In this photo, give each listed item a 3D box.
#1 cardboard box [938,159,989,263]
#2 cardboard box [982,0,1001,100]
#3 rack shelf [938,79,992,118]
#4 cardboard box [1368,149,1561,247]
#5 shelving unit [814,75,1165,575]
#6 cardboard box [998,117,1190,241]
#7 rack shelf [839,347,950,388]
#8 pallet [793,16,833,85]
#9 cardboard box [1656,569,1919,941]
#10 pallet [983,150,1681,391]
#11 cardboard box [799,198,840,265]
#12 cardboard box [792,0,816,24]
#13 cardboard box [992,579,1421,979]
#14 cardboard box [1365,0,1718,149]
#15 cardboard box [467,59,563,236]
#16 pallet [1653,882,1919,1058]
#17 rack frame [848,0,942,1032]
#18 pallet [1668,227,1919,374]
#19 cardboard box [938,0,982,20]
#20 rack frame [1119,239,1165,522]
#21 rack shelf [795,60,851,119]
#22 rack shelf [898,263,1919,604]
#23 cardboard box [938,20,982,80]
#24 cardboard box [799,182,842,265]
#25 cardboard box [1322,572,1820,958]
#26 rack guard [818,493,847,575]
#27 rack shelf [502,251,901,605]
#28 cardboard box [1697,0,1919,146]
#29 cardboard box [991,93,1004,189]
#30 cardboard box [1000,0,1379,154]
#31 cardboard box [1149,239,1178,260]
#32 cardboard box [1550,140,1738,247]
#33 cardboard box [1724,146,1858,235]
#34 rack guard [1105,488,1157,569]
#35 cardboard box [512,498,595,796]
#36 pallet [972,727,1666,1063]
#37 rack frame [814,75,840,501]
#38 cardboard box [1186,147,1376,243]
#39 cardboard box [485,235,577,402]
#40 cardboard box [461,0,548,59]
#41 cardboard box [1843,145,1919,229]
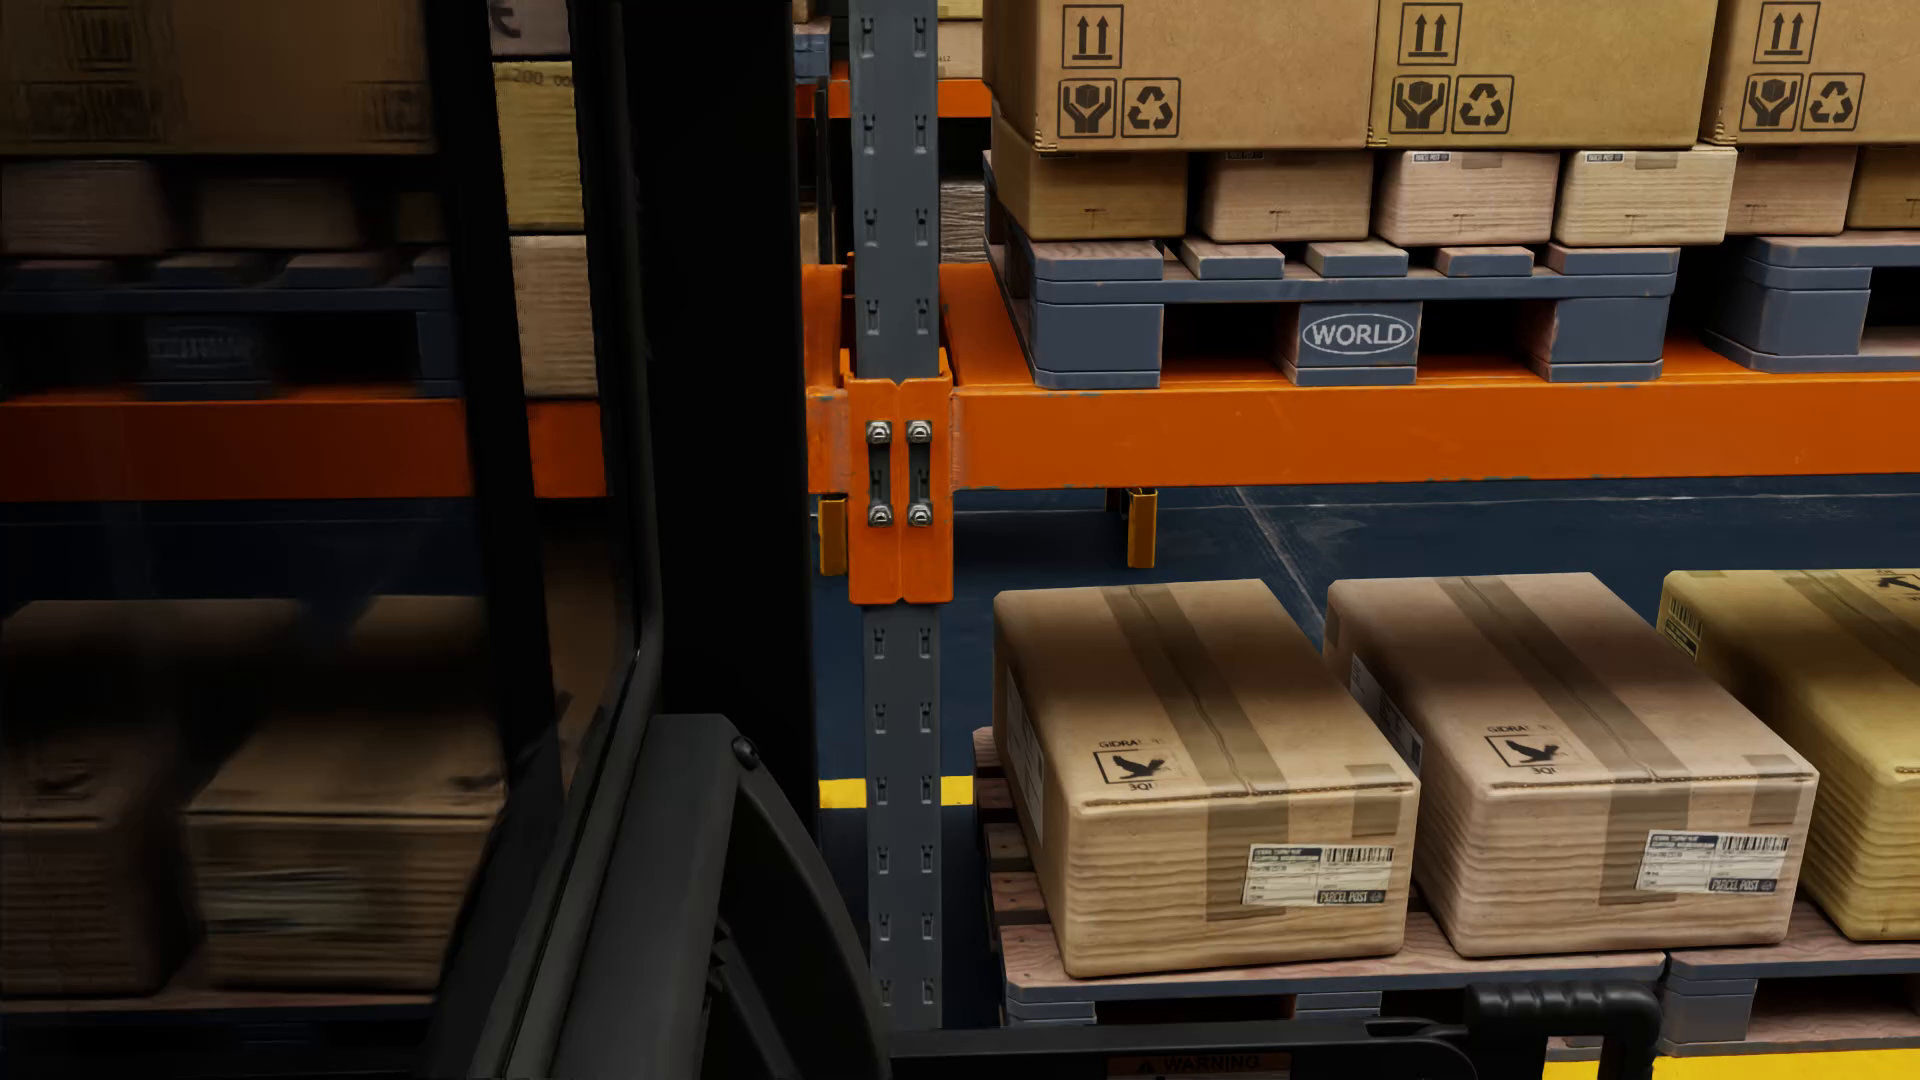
[{"bbox_3d":[0.213,-1.446,7.950,0.625,0.625,0.875,-1,21,-1],"label":"cardboard box"},{"bbox_3d":[0.315,-1.078,3.089,0.500,0.500,0.500,-2,21,-5],"label":"cardboard box"},{"bbox_3d":[1.587,-2.056,7.817,4.000,0.370,1.077,-1,21,-3],"label":"rack shelf"},{"bbox_3d":[0.772,-0.591,2.720,0.250,0.149,0.380,-3,21,-7],"label":"cardboard box"},{"bbox_3d":[0.076,-0.702,5.358,1.083,1.500,0.587,-1,21,-3],"label":"shelving unit"},{"bbox_3d":[0.212,-0.608,2.765,0.250,0.149,0.380,-2,21,-6],"label":"cardboard box"},{"bbox_3d":[0.085,-0.535,5.423,1.000,0.185,0.538,-1,21,-3],"label":"rack shelf"},{"bbox_3d":[-1.083,-2.223,7.514,1.003,0.211,1.213,-1,21,-3],"label":"pallet"},{"bbox_3d":[1.935,0.404,3.446,0.625,0.372,0.950,0,21,-1],"label":"cardboard box"},{"bbox_3d":[0.582,-0.551,3.122,1.003,0.211,1.213,-1,21,-3],"label":"pallet"},{"bbox_3d":[-0.820,-1.295,7.729,0.500,0.500,0.500,-1,21,-1],"label":"cardboard box"},{"bbox_3d":[-0.933,-2.640,7.608,0.500,0.500,0.500,0,21,-1],"label":"cardboard box"},{"bbox_3d":[0.442,0.435,3.364,0.625,0.372,0.950,-3,21,-7],"label":"cardboard box"},{"bbox_3d":[0.859,-0.910,2.648,0.500,0.500,0.500,0,21,0],"label":"cardboard box"},{"bbox_3d":[-0.592,-0.652,2.626,0.500,0.250,0.500,-1,21,-3],"label":"cardboard box"},{"bbox_3d":[1.872,0.676,3.549,1.213,0.211,1.003,-1,21,-3],"label":"pallet"},{"bbox_3d":[-0.123,-0.588,2.951,0.127,3.000,1.000,-1,21,-3],"label":"rack frame"},{"bbox_3d":[1.851,-0.554,3.129,1.213,0.211,1.003,-1,21,-3],"label":"pallet"},{"bbox_3d":[0.048,-2.428,7.292,0.500,0.250,0.500,-1,21,-3],"label":"cardboard box"},{"bbox_3d":[0.593,-0.713,5.386,0.032,1.500,0.500,-1,21,-3],"label":"rack frame"},{"bbox_3d":[-2.407,-1.975,7.603,4.000,0.370,1.077,-1,21,-3],"label":"rack shelf"},{"bbox_3d":[1.874,-0.293,3.185,4.000,0.370,1.077,-1,21,-3],"label":"rack shelf"},{"bbox_3d":[0.047,-2.204,7.404,0.500,0.250,0.500,-1,21,-3],"label":"cardboard box"},{"bbox_3d":[-0.847,-1.471,8.191,0.500,0.500,0.500,0,21,-1],"label":"cardboard box"},{"bbox_3d":[1.178,0.418,3.411,0.625,0.372,0.950,-2,21,-4],"label":"cardboard box"},{"bbox_3d":[-0.421,-0.108,5.554,0.087,0.250,0.587,-1,21,-3],"label":"rack guard"},{"bbox_3d":[-2.120,-0.212,2.972,4.000,0.370,1.077,-1,21,-3],"label":"rack shelf"},{"bbox_3d":[1.389,-0.924,2.682,0.500,0.500,0.500,-1,21,-2],"label":"cardboard box"},{"bbox_3d":[0.191,-0.757,3.158,0.250,0.149,0.380,0,21,-1],"label":"cardboard box"},{"bbox_3d":[0.339,-0.897,2.613,0.500,0.500,0.500,-2,21,-5],"label":"cardboard box"},{"bbox_3d":[0.865,-1.462,7.992,0.625,0.625,0.875,0,21,-1],"label":"cardboard box"},{"bbox_3d":[1.048,-0.589,2.715,0.250,0.149,0.380,-1,21,-3],"label":"cardboard box"},{"bbox_3d":[1.284,-0.622,2.801,0.250,0.149,0.380,0,21,0],"label":"cardboard box"},{"bbox_3d":[0.573,-0.128,5.607,0.087,0.250,0.587,-1,21,-3],"label":"rack guard"},{"bbox_3d":[-0.817,0.193,3.295,0.875,0.875,0.875,-1,21,-4],"label":"cardboard box"},{"bbox_3d":[0.657,0.699,3.487,1.213,0.211,1.003,-1,21,-3],"label":"pallet"},{"bbox_3d":[-0.422,-0.692,5.332,0.032,1.500,0.500,-1,21,-3],"label":"rack frame"},{"bbox_3d":[0.496,-0.602,2.748,0.250,0.149,0.380,-2,21,-6],"label":"cardboard box"},{"bbox_3d":[-0.613,-0.416,2.708,0.500,0.250,0.500,-2,21,-5],"label":"cardboard box"},{"bbox_3d":[-0.624,-0.999,2.483,0.500,0.500,0.500,-2,21,-5],"label":"cardboard box"},{"bbox_3d":[1.564,-0.641,2.852,0.250,0.149,0.380,0,21,-1],"label":"cardboard box"}]
